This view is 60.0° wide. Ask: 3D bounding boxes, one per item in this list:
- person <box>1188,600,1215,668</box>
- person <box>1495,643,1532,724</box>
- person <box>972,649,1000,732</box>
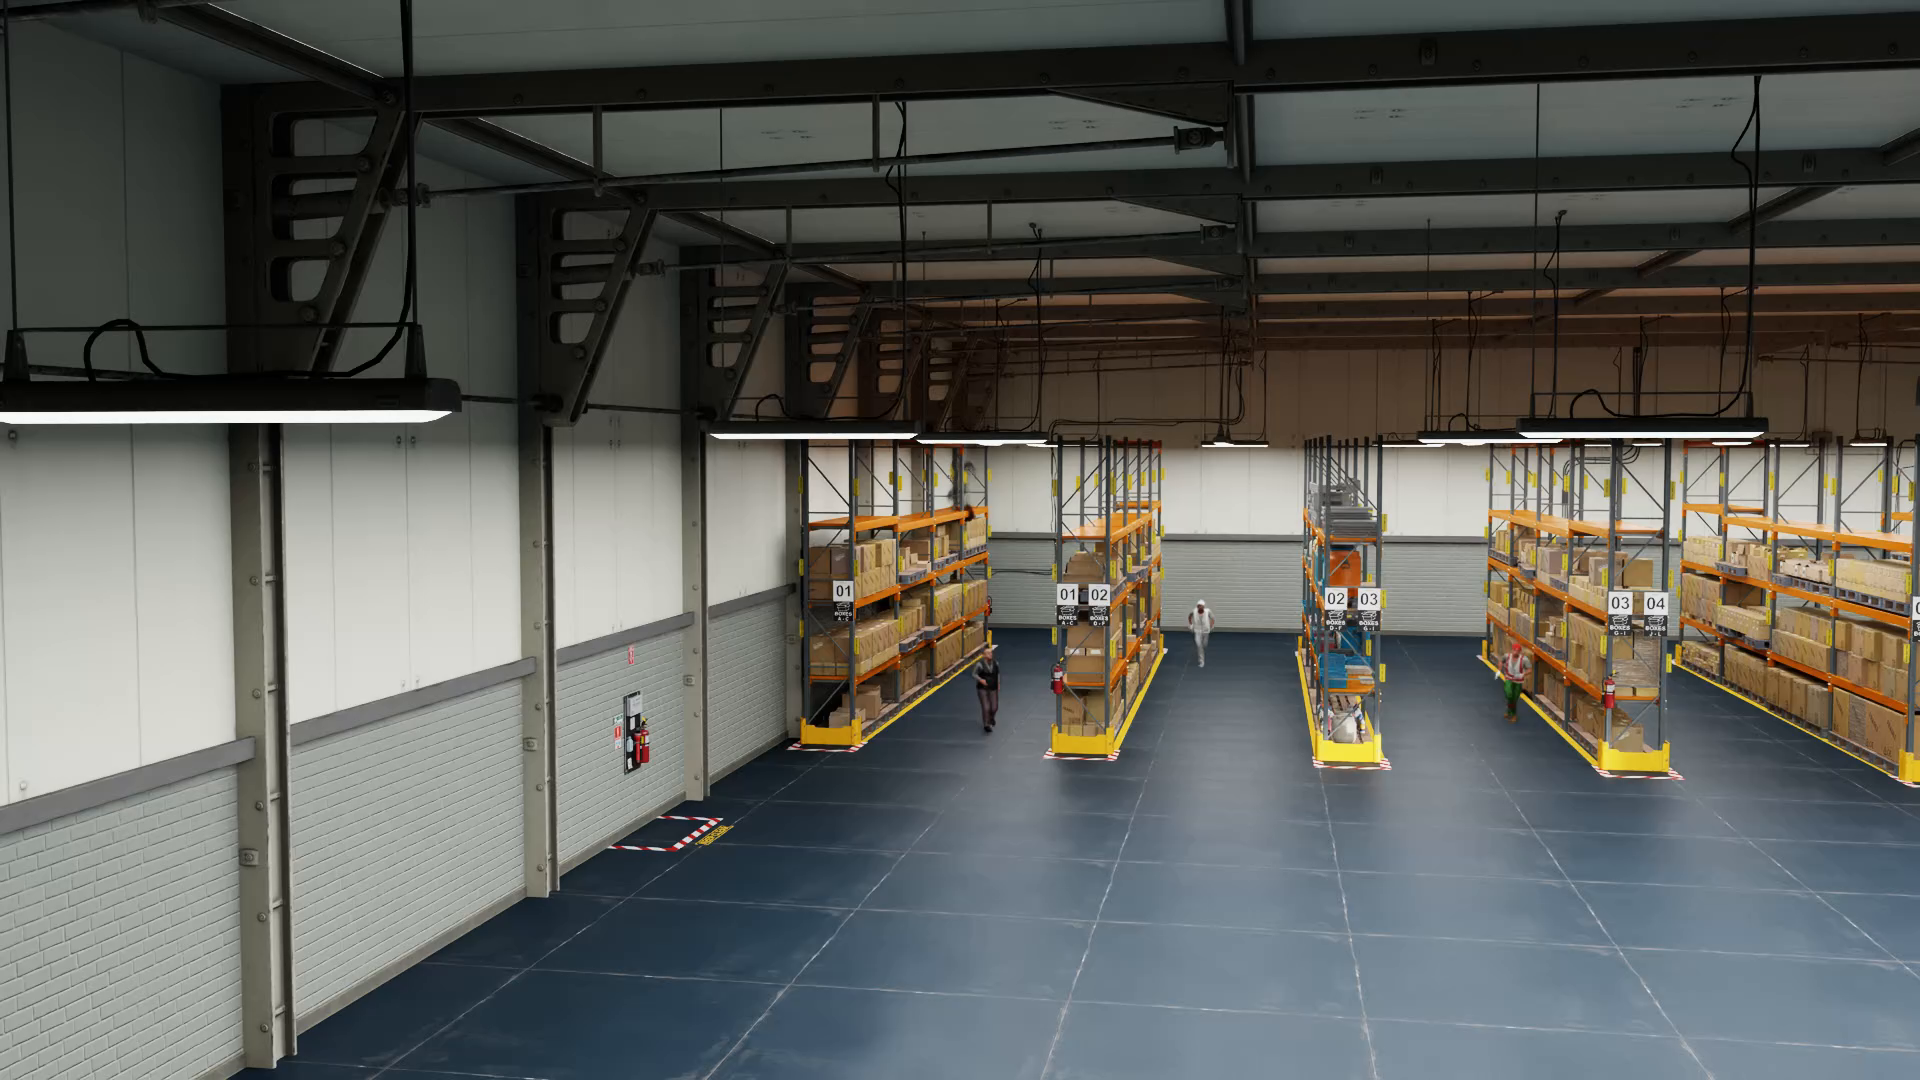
[{"bbox_3d":[6.423,2.461,44.238,0.681,1.770,1.125,0,3,4],"label":"person"},{"bbox_3d":[11.673,2.987,35.063,0.739,1.702,0.845,1,3,18],"label":"person"},{"bbox_3d":[0.568,3.053,33.798,0.648,1.690,0.606,-1,3,-17],"label":"person"}]
